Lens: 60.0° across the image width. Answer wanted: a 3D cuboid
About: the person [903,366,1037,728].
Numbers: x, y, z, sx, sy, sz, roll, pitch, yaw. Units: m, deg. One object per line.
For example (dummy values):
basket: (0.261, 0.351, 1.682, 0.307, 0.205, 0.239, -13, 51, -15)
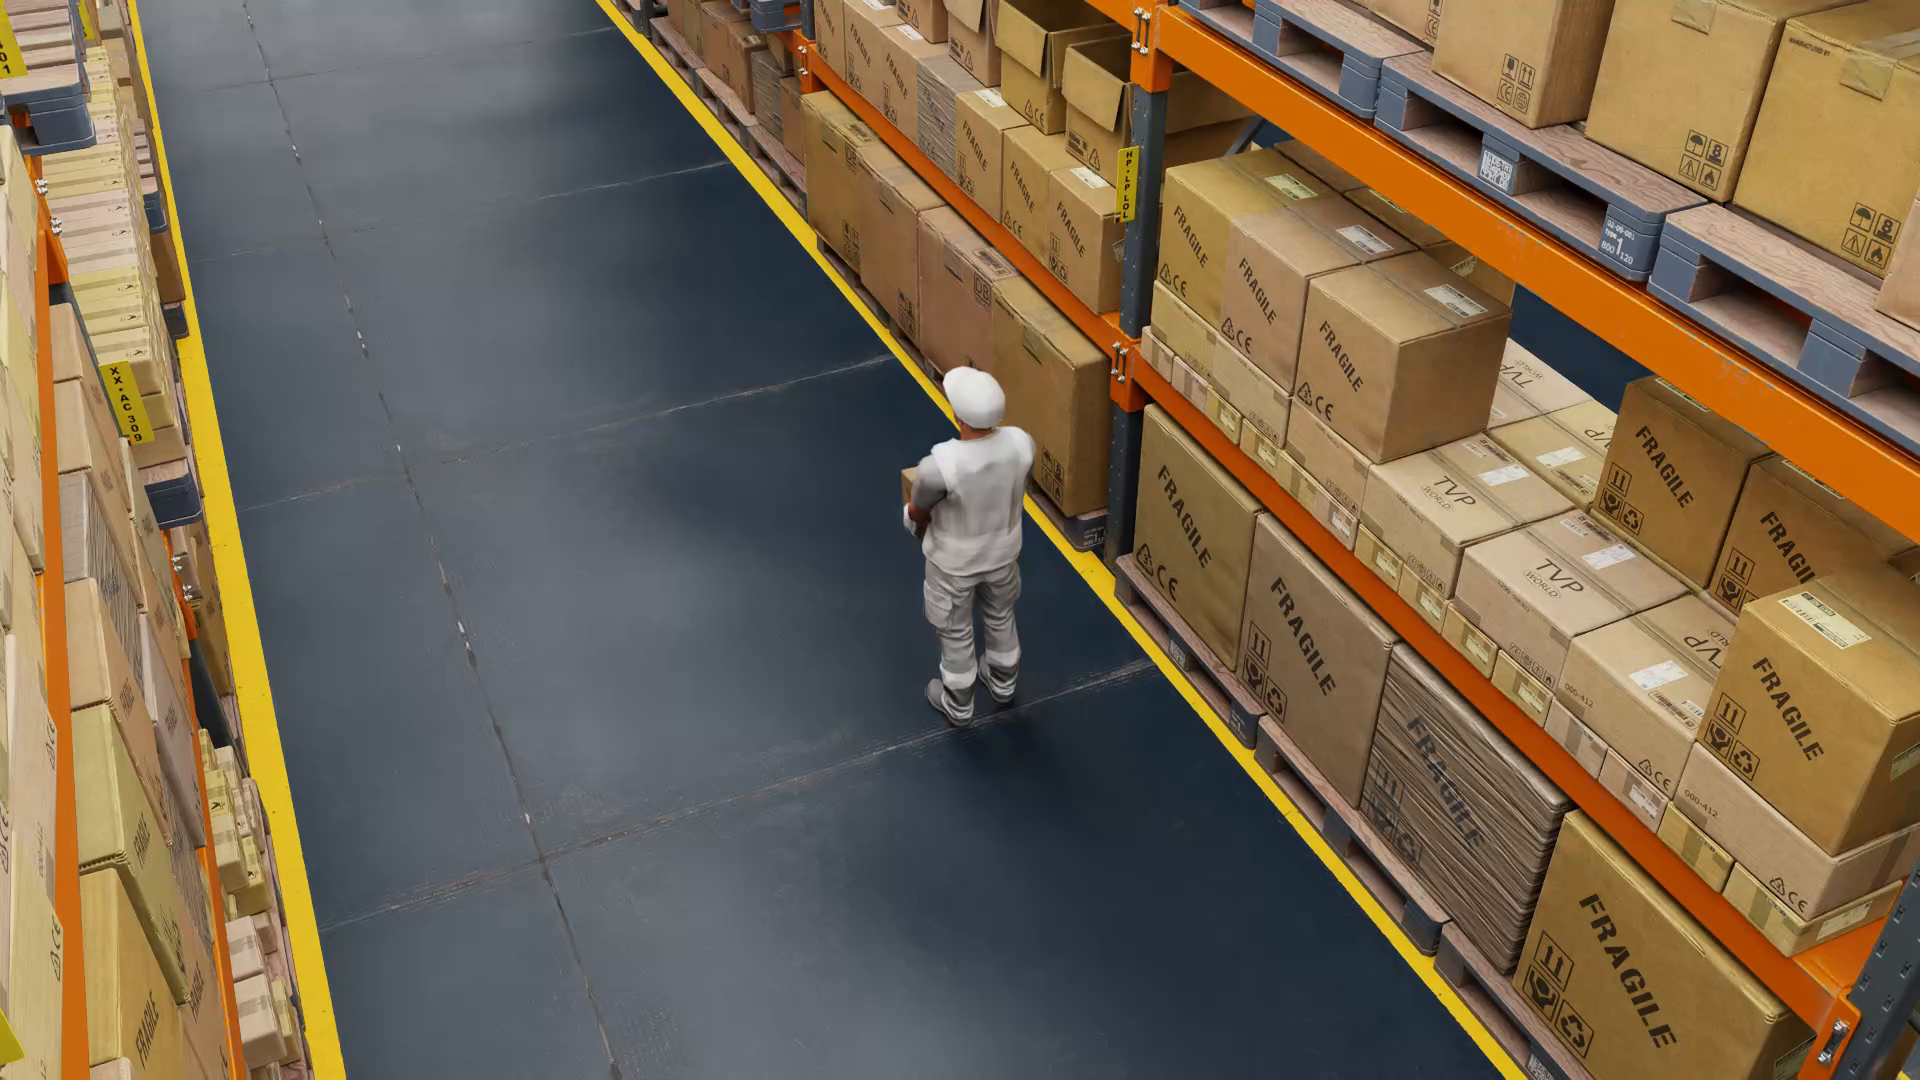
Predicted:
person: (0.017, 0.012, 6.816, 0.525, 1.793, 0.542, -16, 40, -20)
